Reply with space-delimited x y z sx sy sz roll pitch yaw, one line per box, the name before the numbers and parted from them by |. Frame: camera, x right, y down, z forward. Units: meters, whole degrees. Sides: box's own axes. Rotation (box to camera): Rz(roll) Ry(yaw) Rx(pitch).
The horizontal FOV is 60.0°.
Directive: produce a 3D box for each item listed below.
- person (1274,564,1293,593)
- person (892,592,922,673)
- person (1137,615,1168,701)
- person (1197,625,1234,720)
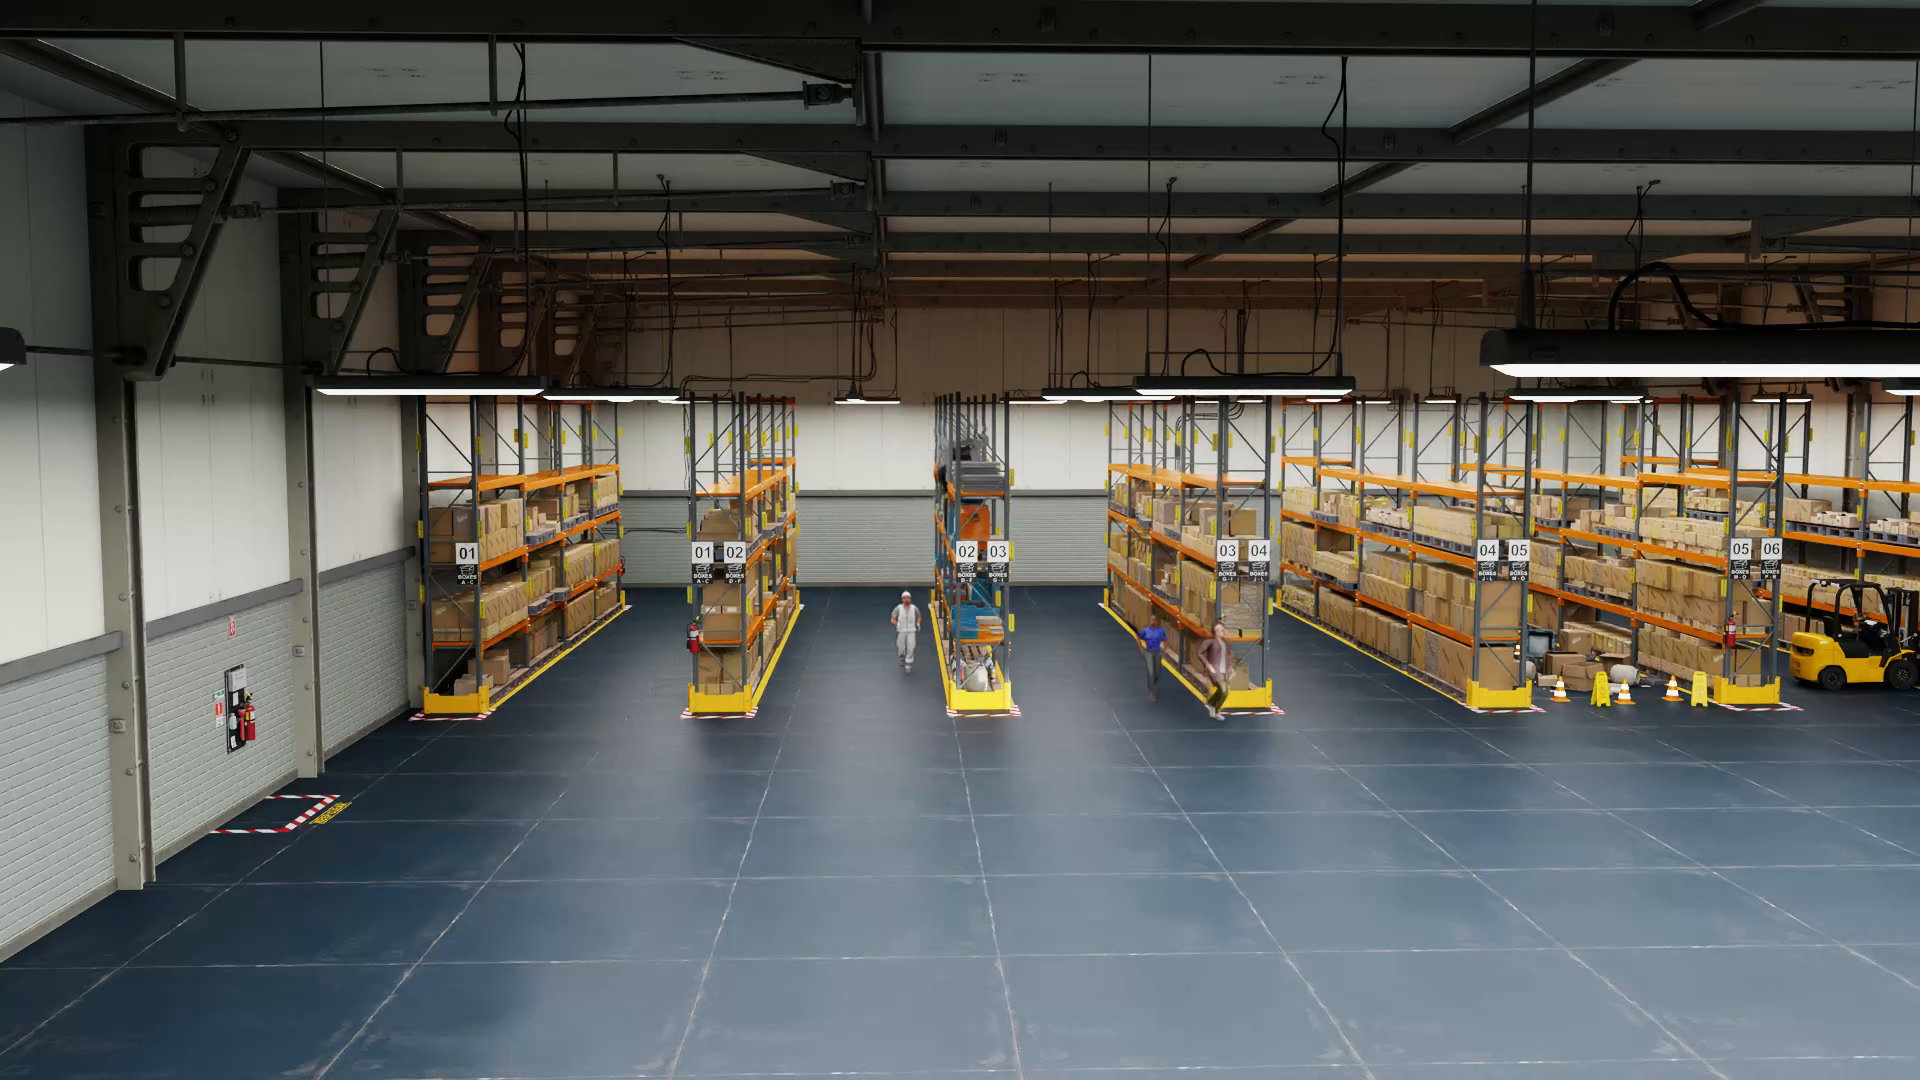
person | 9.591 0.928 48.982 0.641 1.699 0.694 -3 5 -31
person | -1.143 1.984 35.838 0.658 1.740 0.681 0 5 -6
person | 3.788 2.336 32.782 0.598 1.563 0.793 0 5 -2
person | 4.743 2.430 30.382 0.739 1.731 0.551 -3 6 -34
